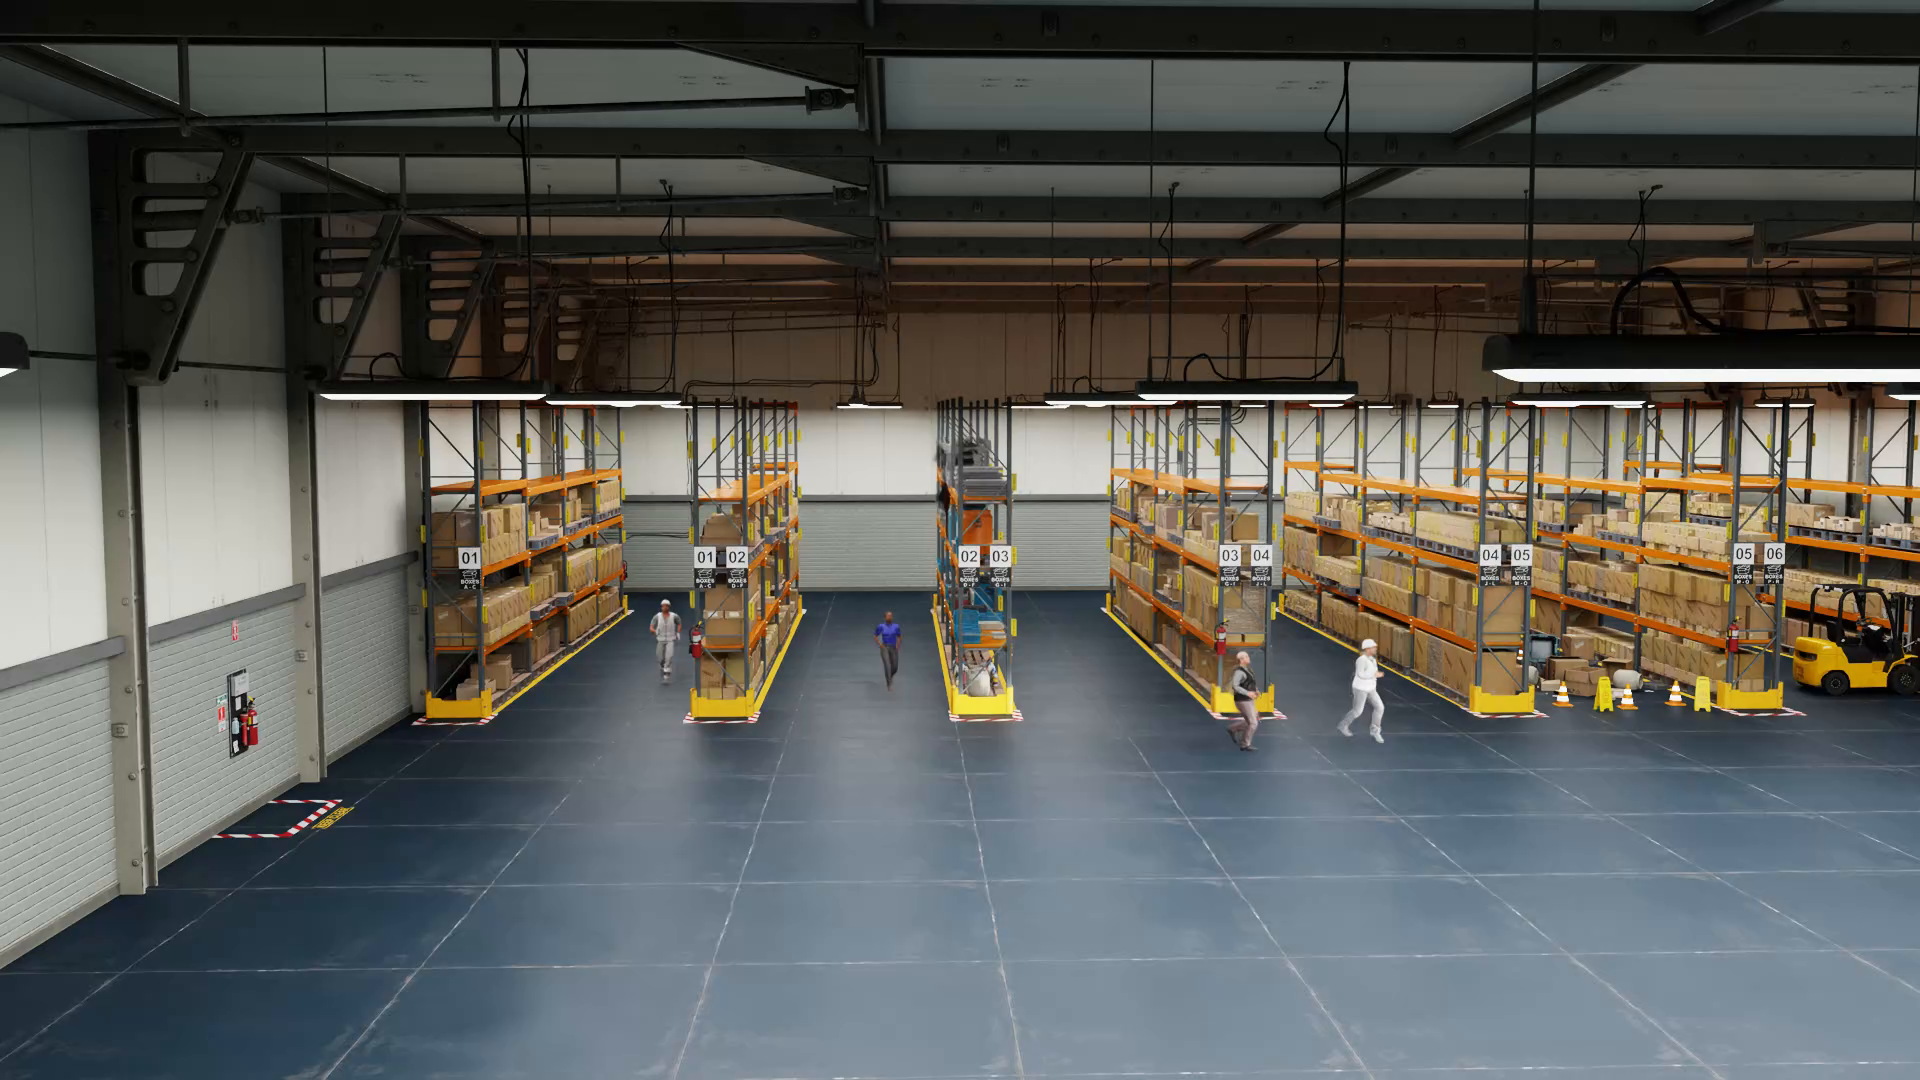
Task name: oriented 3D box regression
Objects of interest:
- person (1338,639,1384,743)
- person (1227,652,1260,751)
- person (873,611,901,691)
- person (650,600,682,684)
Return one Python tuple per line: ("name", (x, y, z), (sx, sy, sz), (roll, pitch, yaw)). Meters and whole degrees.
("person", (6.996, 2.613, 28.948), (0.859, 1.820, 0.678), (3, 6, 38))
("person", (4.782, 2.717, 28.079), (0.611, 1.672, 0.657), (2, 5, 24))
("person", (-1.486, 2.269, 34.261), (0.587, 1.626, 0.580), (-1, 5, -14))
("person", (-6.205, 2.131, 35.085), (0.663, 1.757, 0.782), (-1, 4, -8))
